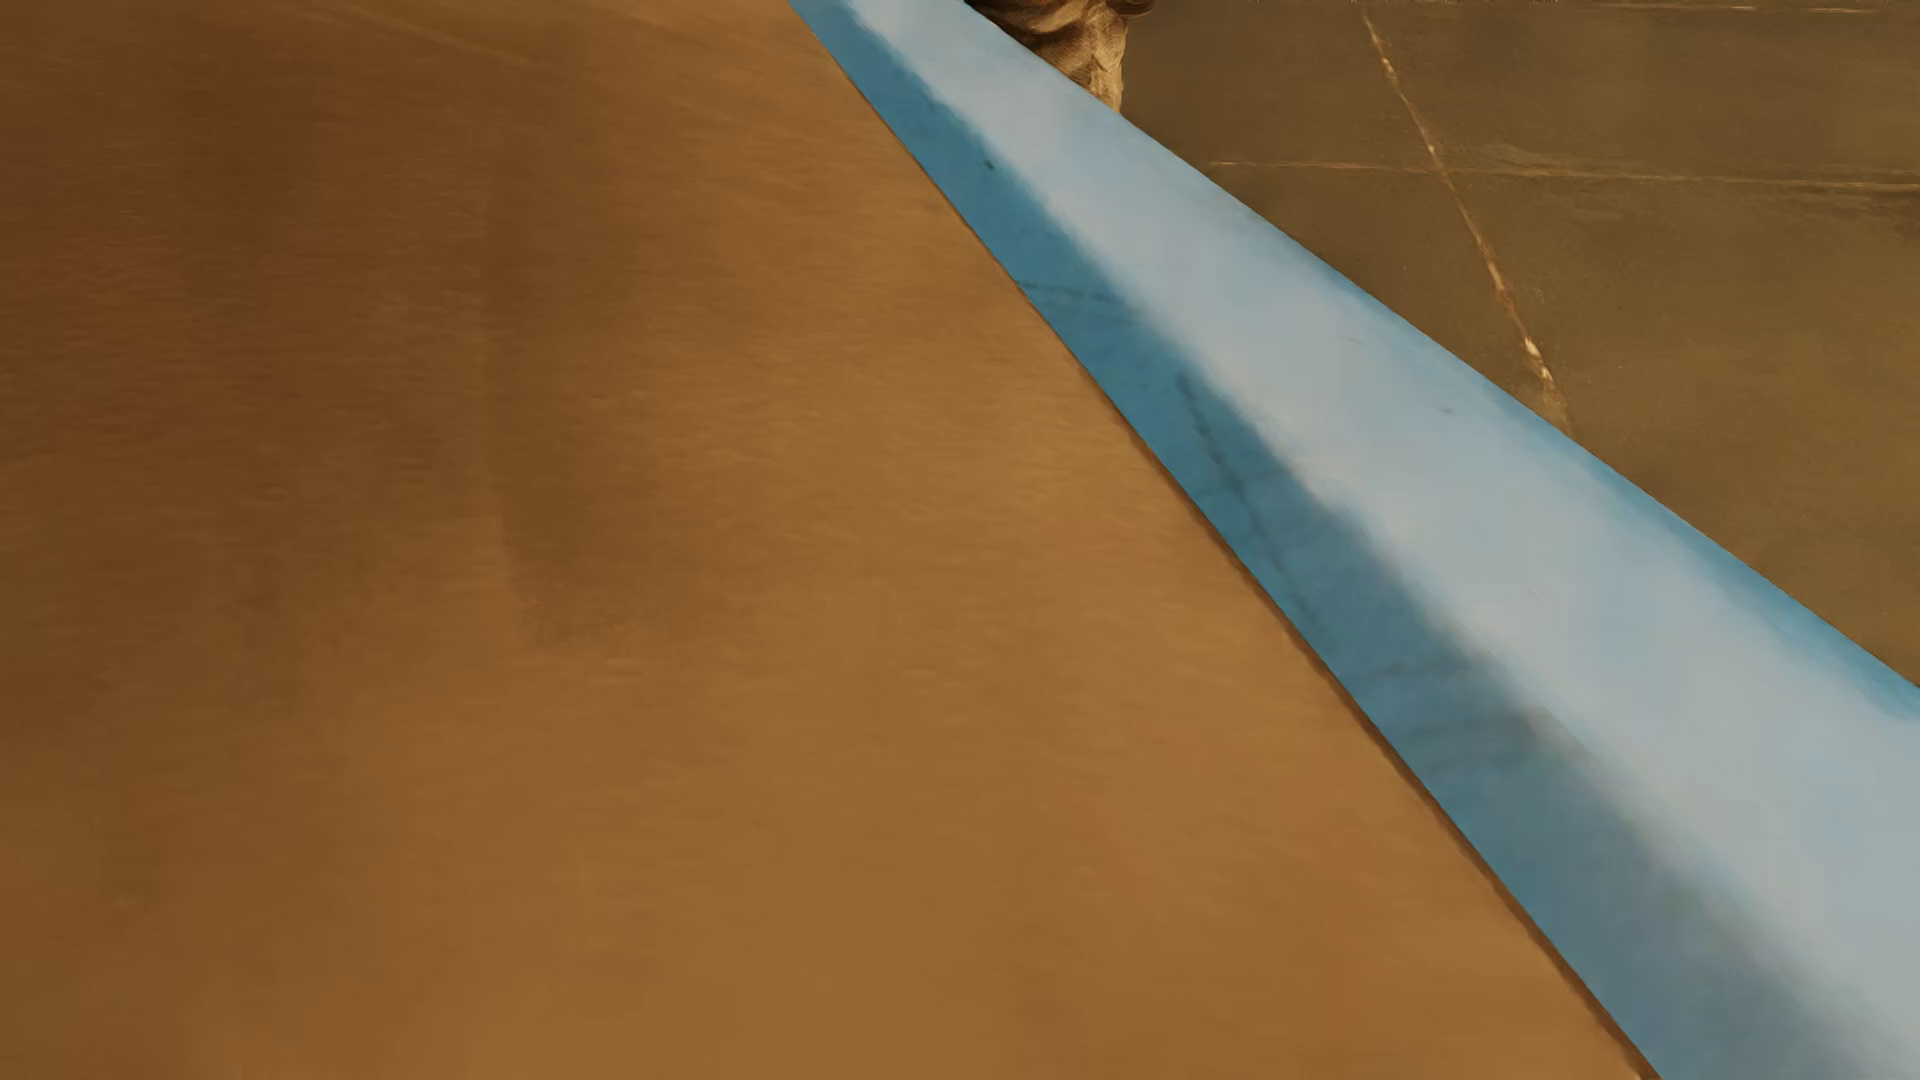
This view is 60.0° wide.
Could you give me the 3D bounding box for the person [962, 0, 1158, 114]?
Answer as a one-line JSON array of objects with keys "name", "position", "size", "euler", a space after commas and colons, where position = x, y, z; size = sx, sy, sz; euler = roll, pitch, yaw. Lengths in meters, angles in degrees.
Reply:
[{"name": "person", "position": [0.001, -0.805, 2.113], "size": [0.546, 1.790, 0.365], "euler": [3, 27, 7]}]
